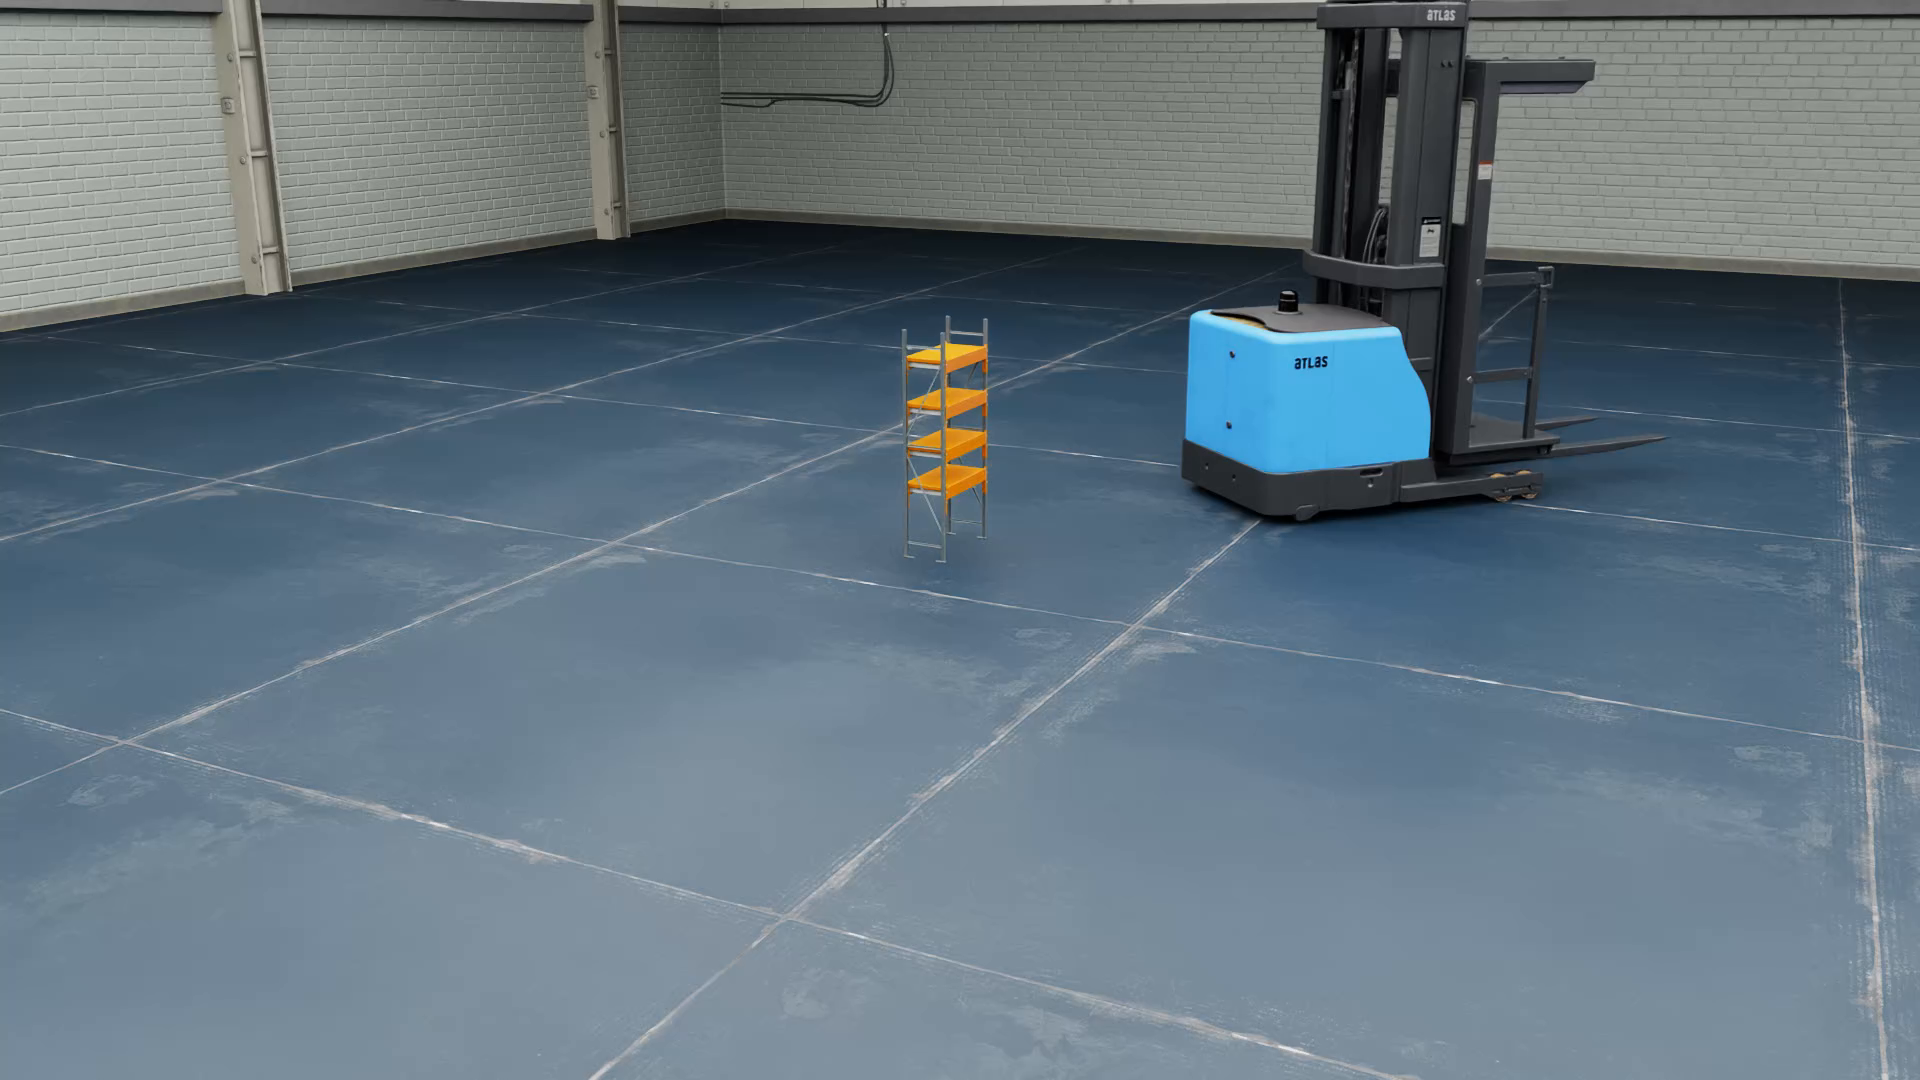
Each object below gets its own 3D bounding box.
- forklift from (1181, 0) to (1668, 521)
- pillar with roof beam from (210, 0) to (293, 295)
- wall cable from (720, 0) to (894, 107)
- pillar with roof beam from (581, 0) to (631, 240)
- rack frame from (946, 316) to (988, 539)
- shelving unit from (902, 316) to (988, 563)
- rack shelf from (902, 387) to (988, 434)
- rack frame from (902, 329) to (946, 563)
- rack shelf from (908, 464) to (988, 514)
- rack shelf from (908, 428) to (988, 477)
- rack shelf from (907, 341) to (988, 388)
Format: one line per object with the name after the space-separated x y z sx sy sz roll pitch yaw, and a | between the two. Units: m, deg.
2.908 -1.760 9.803 3.031 2.935 1.130 -7 18 -21 | forklift
-3.680 -6.465 14.985 9.100 9.000 0.400 8 18 25 | pillar with roof beam
-2.351 -7.634 24.377 3.097 2.526 0.112 8 18 25 | wall cable
-0.999 -7.993 20.131 9.100 9.000 0.400 8 18 25 | pillar with roof beam
0.035 -0.595 8.921 0.240 1.200 0.015 8 18 25 | rack frame
-0.074 -0.533 8.712 0.258 1.200 0.503 8 18 25 | shelving unit
-0.074 -0.683 8.667 0.258 0.148 0.480 8 18 25 | rack shelf
-0.183 -0.471 8.502 0.240 1.200 0.015 8 18 25 | rack frame
-0.074 -0.278 8.787 0.258 0.148 0.480 8 18 25 | rack shelf
-0.074 -0.469 8.731 0.258 0.148 0.480 8 18 25 | rack shelf
-0.074 -0.910 8.600 0.258 0.148 0.480 8 18 25 | rack shelf
